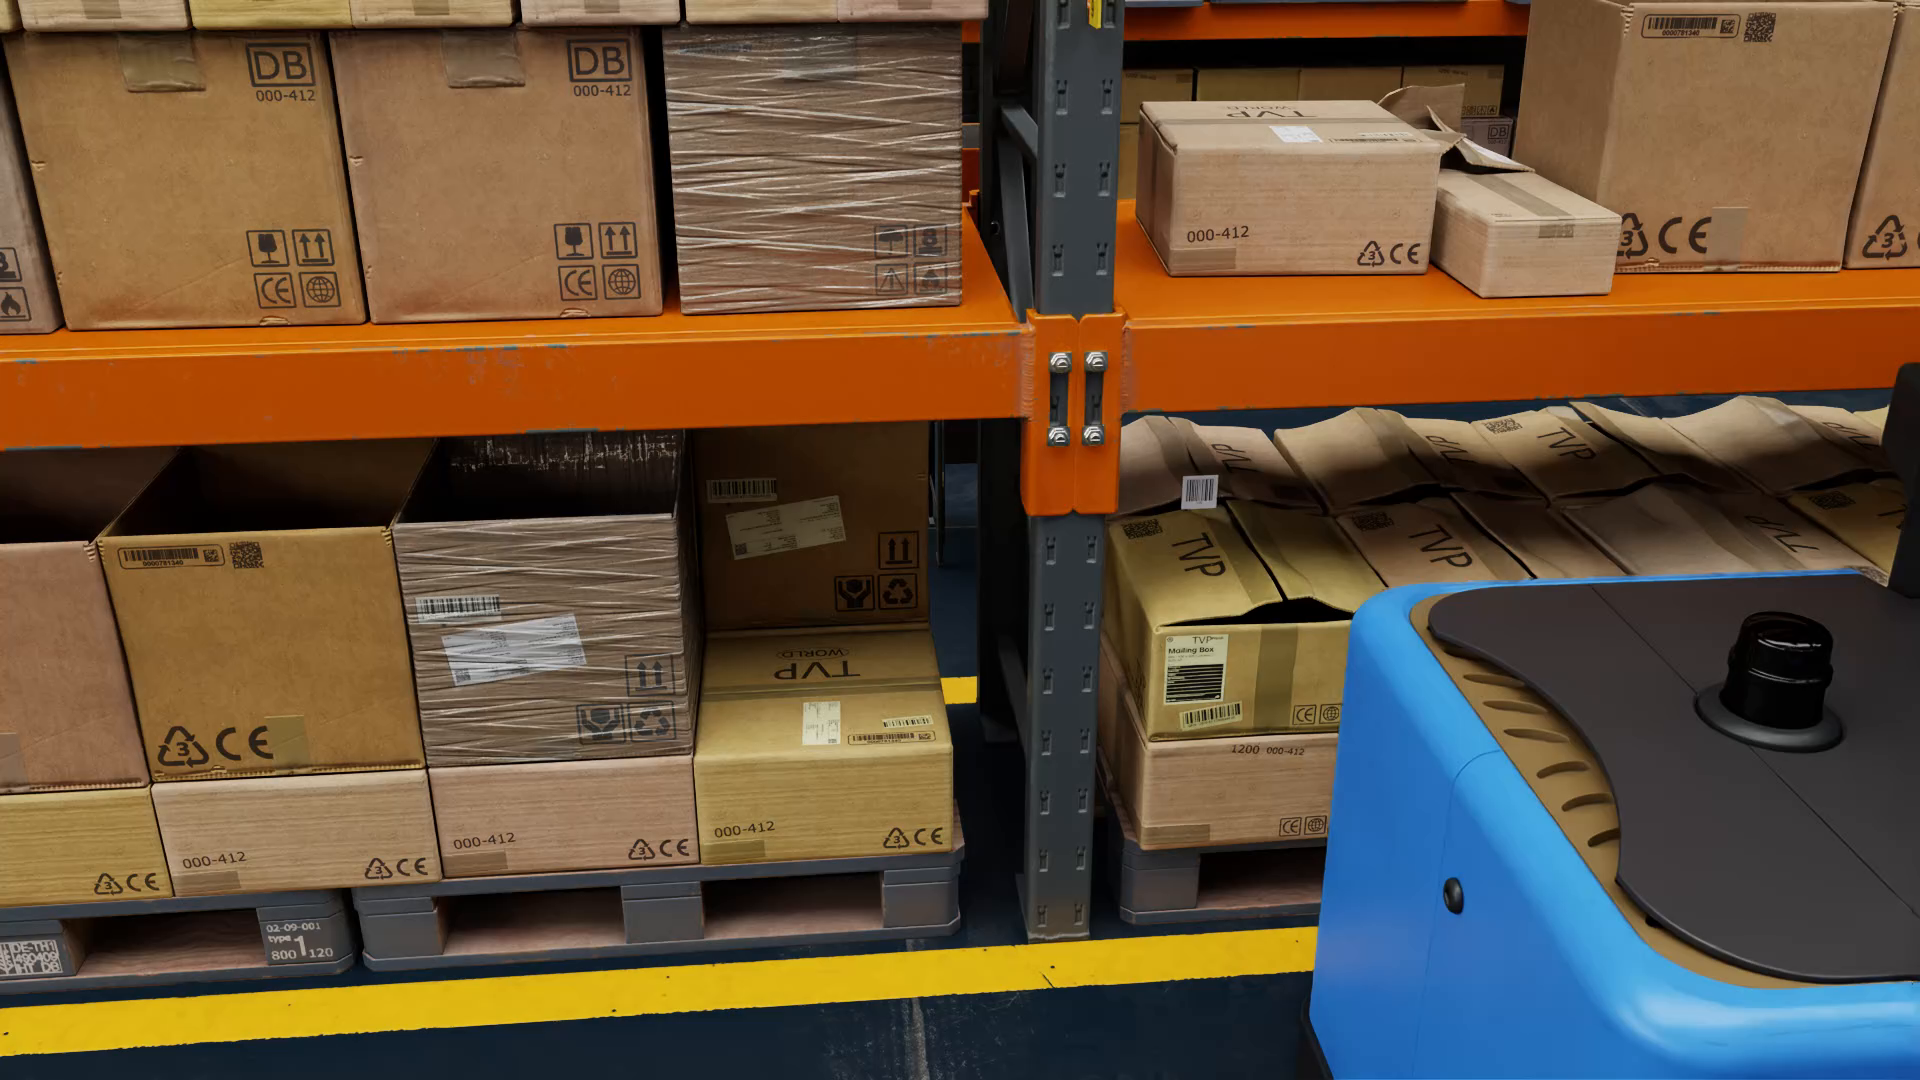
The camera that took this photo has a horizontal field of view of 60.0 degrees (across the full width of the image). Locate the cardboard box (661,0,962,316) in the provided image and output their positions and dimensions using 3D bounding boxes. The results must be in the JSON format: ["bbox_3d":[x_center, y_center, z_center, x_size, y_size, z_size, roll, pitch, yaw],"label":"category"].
[{"bbox_3d":[-0.287,-0.776,3.179,0.500,0.500,0.700,-3,24,-7],"label":"cardboard box"}]

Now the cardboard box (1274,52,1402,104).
[{"bbox_3d":[1.848,-2.244,8.217,0.500,0.250,0.500,-2,24,-5],"label":"cardboard box"}]

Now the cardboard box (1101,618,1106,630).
[{"bbox_3d":[0.538,0.181,4.019,0.500,0.250,0.500,-3,24,-6],"label":"cardboard box"}]

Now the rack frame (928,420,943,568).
[{"bbox_3d":[-0.078,-0.956,4.816,0.015,2.100,0.400,-2,24,-5],"label":"rack frame"}]

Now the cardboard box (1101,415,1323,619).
[{"bbox_3d":[0.529,-0.074,3.901,0.500,0.311,0.500,-2,24,-5],"label":"cardboard box"}]

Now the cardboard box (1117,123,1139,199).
[{"bbox_3d":[0.903,-1.888,8.341,0.500,0.500,0.700,-3,24,-6],"label":"cardboard box"}]

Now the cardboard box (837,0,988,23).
[{"bbox_3d":[-0.096,-0.995,2.873,0.250,0.149,0.380,-2,24,-5],"label":"cardboard box"}]

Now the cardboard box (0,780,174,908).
[{"bbox_3d":[-1.778,0.483,3.338,0.500,0.250,0.500,-2,24,-5],"label":"cardboard box"}]

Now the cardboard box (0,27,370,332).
[{"bbox_3d":[-1.311,-0.733,3.084,0.500,0.500,0.700,-2,24,-4],"label":"cardboard box"}]

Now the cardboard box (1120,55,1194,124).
[{"bbox_3d":[0.832,-2.209,8.139,0.500,0.250,0.500,-3,24,-6],"label":"cardboard box"}]

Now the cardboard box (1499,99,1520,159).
[{"bbox_3d":[2.933,-1.921,8.414,0.500,0.500,0.700,-2,24,-4],"label":"cardboard box"}]

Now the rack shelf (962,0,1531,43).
[{"bbox_3d":[1.654,-2.503,8.075,4.000,0.370,1.077,-2,24,-5],"label":"rack shelf"}]

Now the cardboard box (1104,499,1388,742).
[{"bbox_3d":[0.590,0.142,3.414,0.500,0.311,0.500,-2,24,-5],"label":"cardboard box"}]

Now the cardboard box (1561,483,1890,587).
[{"bbox_3d":[1.603,0.103,3.502,0.500,0.311,0.500,-3,24,-7],"label":"cardboard box"}]

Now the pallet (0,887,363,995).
[{"bbox_3d":[-1.859,0.589,3.665,1.213,0.211,1.003,-2,24,-5],"label":"pallet"}]

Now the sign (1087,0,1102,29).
[{"bbox_3d":[0.210,-0.958,2.548,0.005,0.325,0.100,-2,24,-5],"label":"sign"}]

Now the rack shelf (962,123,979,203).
[{"bbox_3d":[0.165,-0.954,4.844,0.480,0.518,0.431,-2,24,-5],"label":"rack shelf"}]

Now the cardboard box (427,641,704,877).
[{"bbox_3d":[-0.785,0.437,3.441,0.500,0.250,0.500,-2,24,-5],"label":"cardboard box"}]

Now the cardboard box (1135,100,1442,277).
[{"bbox_3d":[0.640,-0.719,3.359,0.500,0.250,0.500,-1,24,-2],"label":"cardboard box"}]

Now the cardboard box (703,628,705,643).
[{"bbox_3d":[-0.836,0.228,3.911,0.500,0.250,0.500,-2,24,-5],"label":"cardboard box"}]

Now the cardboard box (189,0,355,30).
[{"bbox_3d":[-1.108,-0.955,2.783,0.250,0.149,0.380,-2,24,-5],"label":"cardboard box"}]

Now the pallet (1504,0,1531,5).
[{"bbox_3d":[2.945,-2.753,7.986,1.003,0.211,1.213,-2,24,-5],"label":"pallet"}]

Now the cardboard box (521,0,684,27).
[{"bbox_3d":[-0.602,-0.974,2.827,0.250,0.149,0.380,-3,24,-7],"label":"cardboard box"}]

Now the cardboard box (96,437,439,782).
[{"bbox_3d":[-1.282,0.115,3.242,0.500,0.500,0.500,-2,24,-5],"label":"cardboard box"}]

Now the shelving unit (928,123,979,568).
[{"bbox_3d":[0.165,-0.966,4.838,0.503,2.100,0.431,-2,24,-5],"label":"shelving unit"}]

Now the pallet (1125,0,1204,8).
[{"bbox_3d":[0.438,-2.636,7.724,1.213,0.211,1.003,-2,24,-5],"label":"pallet"}]

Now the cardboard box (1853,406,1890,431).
[{"bbox_3d":[2.555,-0.155,4.084,0.500,0.311,0.500,-3,24,-7],"label":"cardboard box"}]

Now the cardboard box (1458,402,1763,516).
[{"bbox_3d":[1.543,-0.116,3.996,0.500,0.311,0.500,-2,24,-5],"label":"cardboard box"}]

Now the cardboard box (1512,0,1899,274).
[{"bbox_3d":[1.444,-0.841,3.326,0.500,0.500,0.500,-1,24,-1],"label":"cardboard box"}]

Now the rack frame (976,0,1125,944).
[{"bbox_3d":[0.154,-0.750,3.245,0.127,3.000,1.000,-2,24,-5],"label":"rack frame"}]

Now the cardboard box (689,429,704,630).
[{"bbox_3d":[-0.835,-0.113,3.756,0.500,0.500,0.500,-2,24,-5],"label":"cardboard box"}]

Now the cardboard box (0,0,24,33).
[{"bbox_3d":[-1.623,-0.933,2.734,0.250,0.149,0.380,-2,24,-3],"label":"cardboard box"}]
